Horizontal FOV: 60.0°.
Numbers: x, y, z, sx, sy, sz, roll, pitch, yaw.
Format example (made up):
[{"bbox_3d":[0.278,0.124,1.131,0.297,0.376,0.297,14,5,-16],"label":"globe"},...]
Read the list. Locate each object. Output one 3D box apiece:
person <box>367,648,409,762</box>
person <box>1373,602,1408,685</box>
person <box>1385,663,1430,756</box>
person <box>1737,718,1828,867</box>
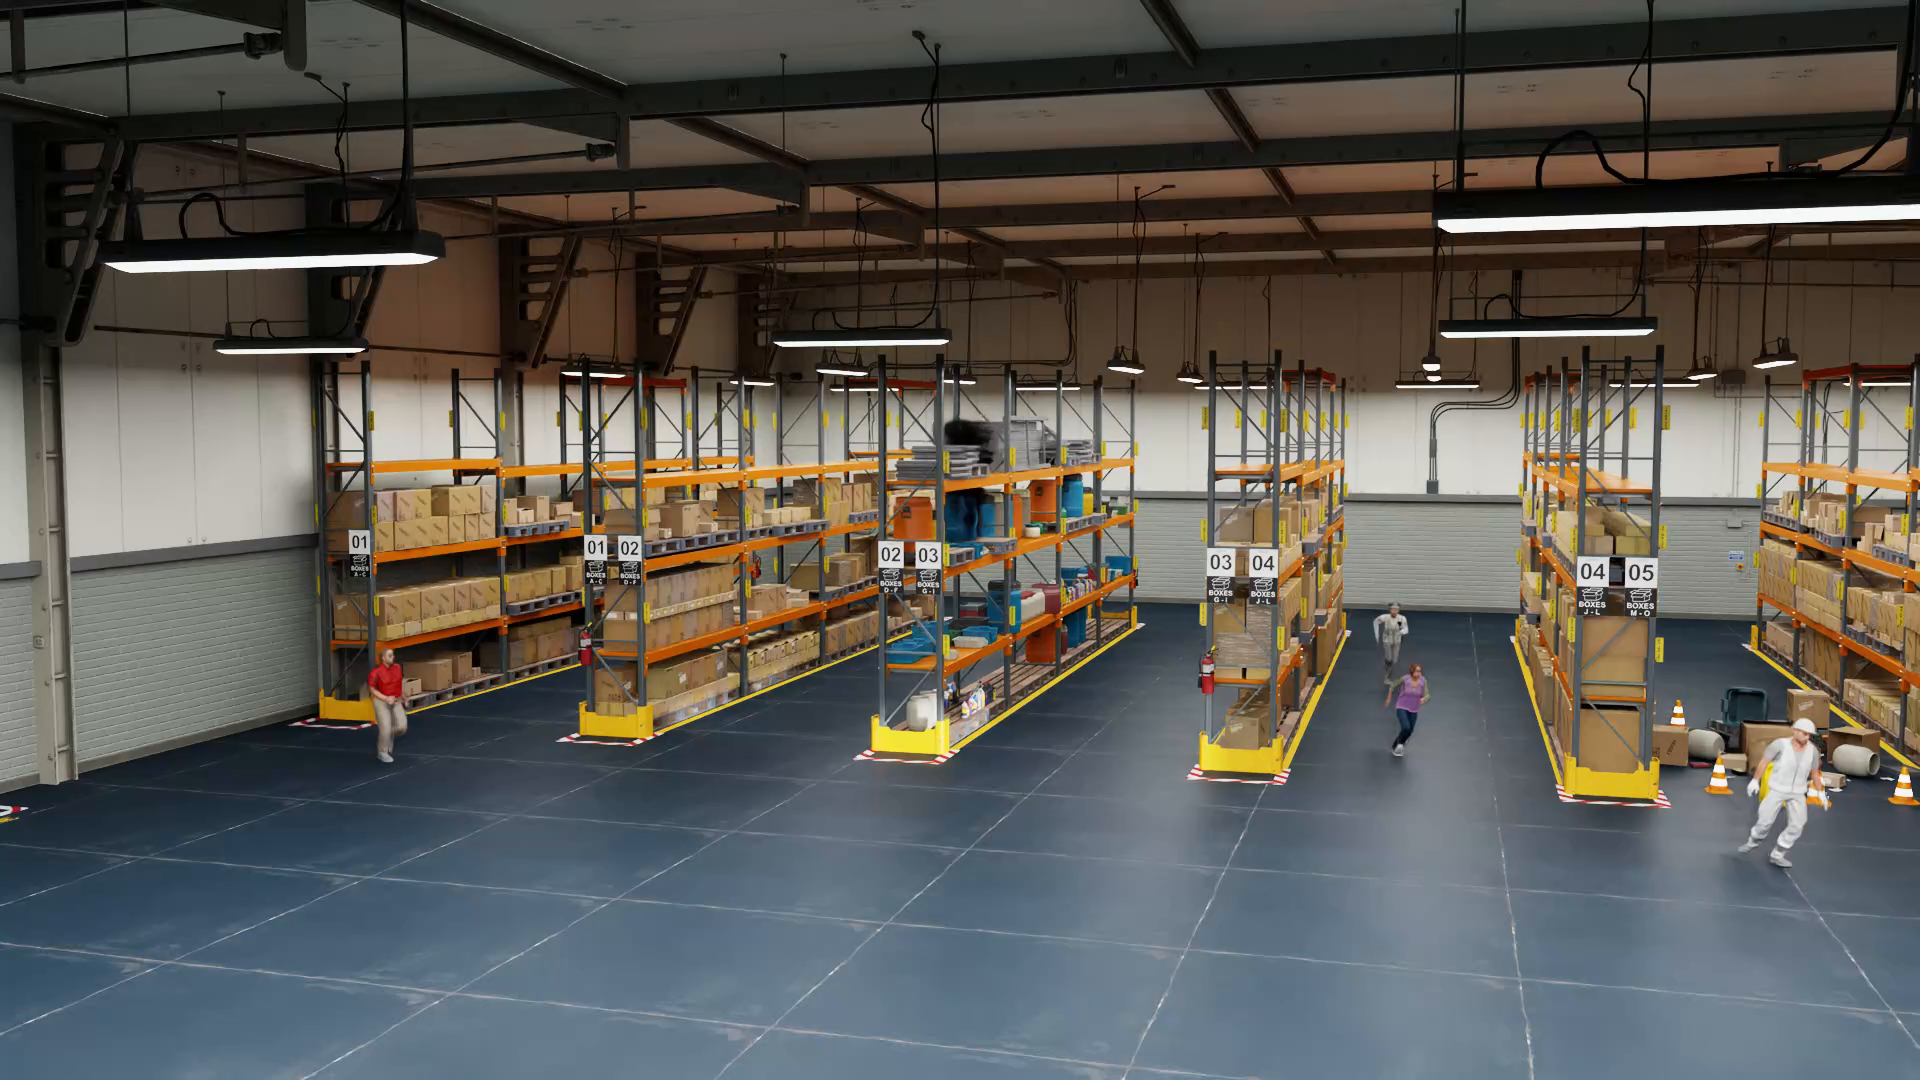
[{"bbox_3d":[-8.393,2.424,24.469,0.641,1.681,0.642,3,5,37],"label":"person"},{"bbox_3d":[8.153,1.959,31.406,0.590,1.613,0.684,0,4,-1],"label":"person"},{"bbox_3d":[6.614,2.509,24.529,0.516,1.460,0.882,-1,4,-9],"label":"person"},{"bbox_3d":[9.241,2.811,18.657,0.818,1.695,0.686,0,4,4],"label":"person"}]
